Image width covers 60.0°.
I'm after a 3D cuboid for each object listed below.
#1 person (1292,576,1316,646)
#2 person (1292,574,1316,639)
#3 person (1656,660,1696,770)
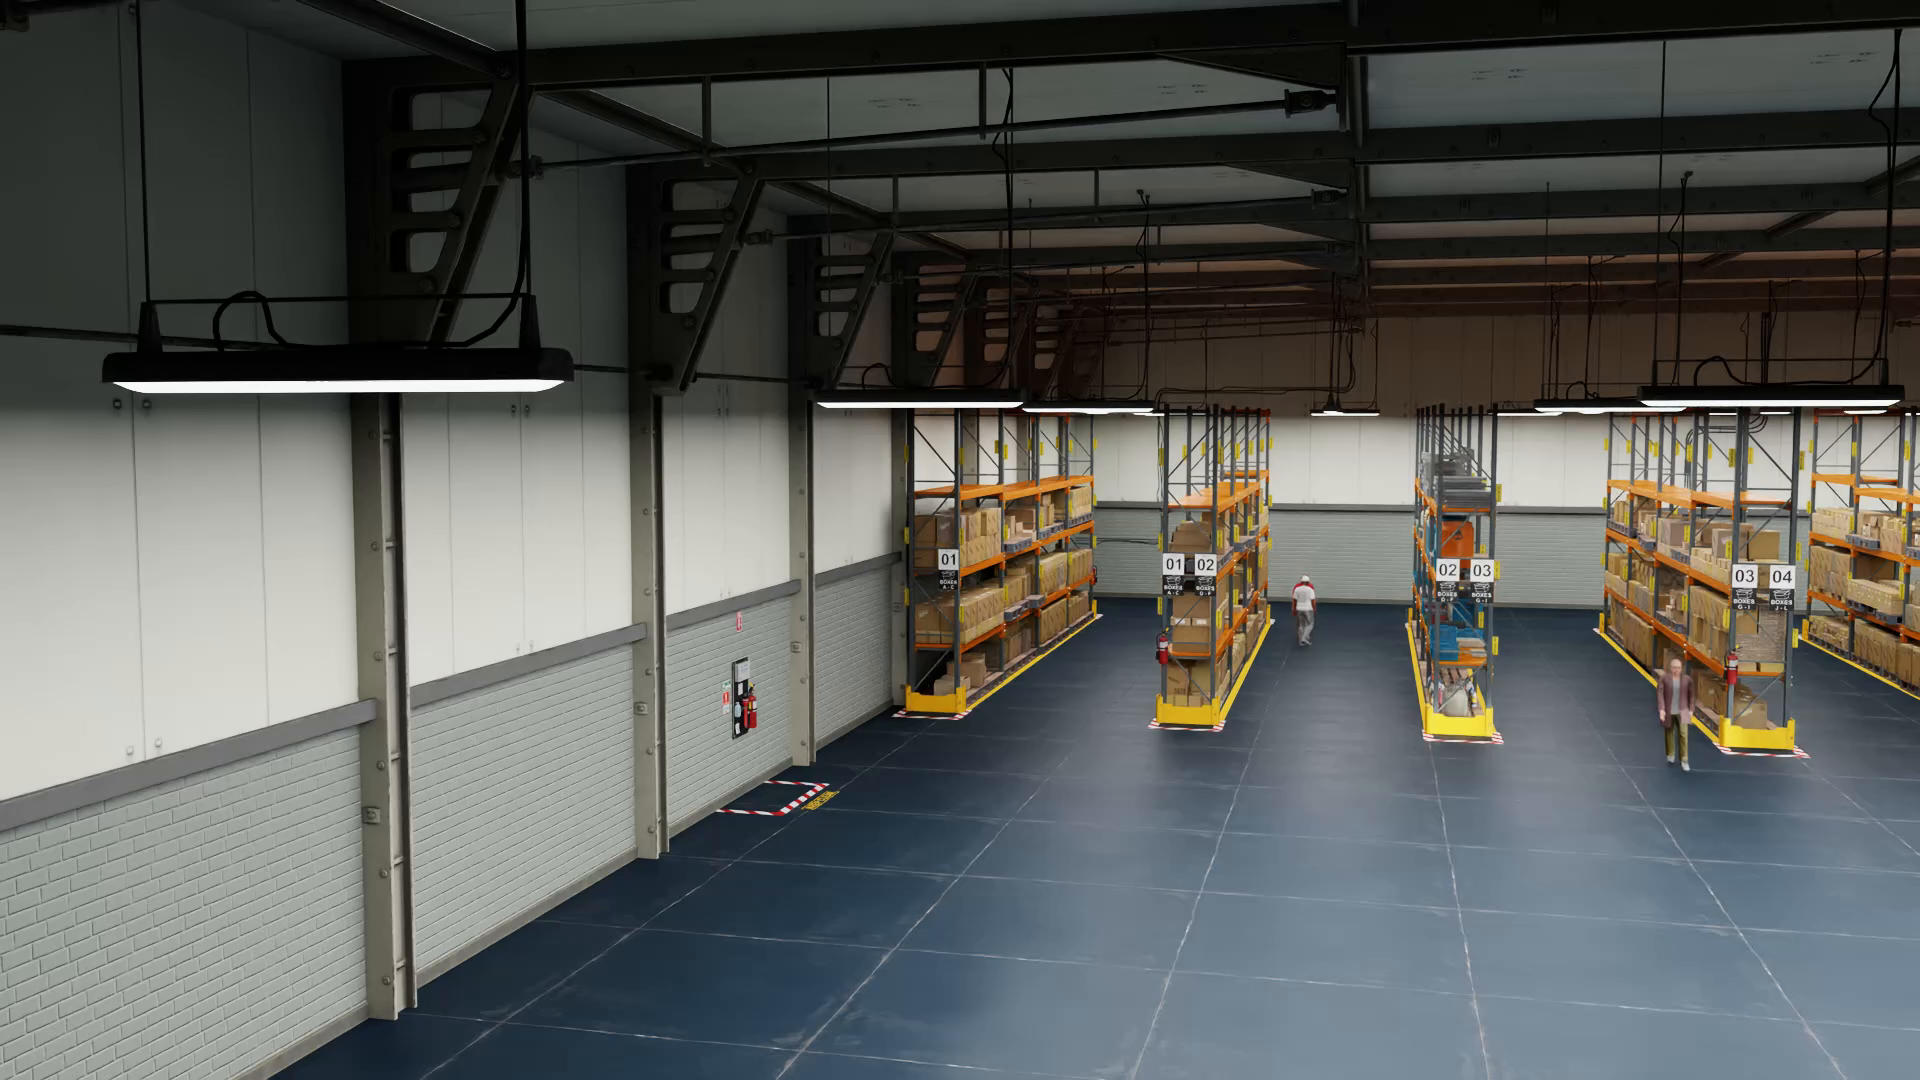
[{"bbox_3d":[8.684,1.787,41.952,0.616,1.768,0.504,3,5,37],"label":"person"},{"bbox_3d":[8.970,1.723,43.365,0.612,1.667,1.097,1,4,10],"label":"person"},{"bbox_3d":[11.756,2.837,27.340,0.594,1.739,1.010,2,5,27],"label":"person"}]
